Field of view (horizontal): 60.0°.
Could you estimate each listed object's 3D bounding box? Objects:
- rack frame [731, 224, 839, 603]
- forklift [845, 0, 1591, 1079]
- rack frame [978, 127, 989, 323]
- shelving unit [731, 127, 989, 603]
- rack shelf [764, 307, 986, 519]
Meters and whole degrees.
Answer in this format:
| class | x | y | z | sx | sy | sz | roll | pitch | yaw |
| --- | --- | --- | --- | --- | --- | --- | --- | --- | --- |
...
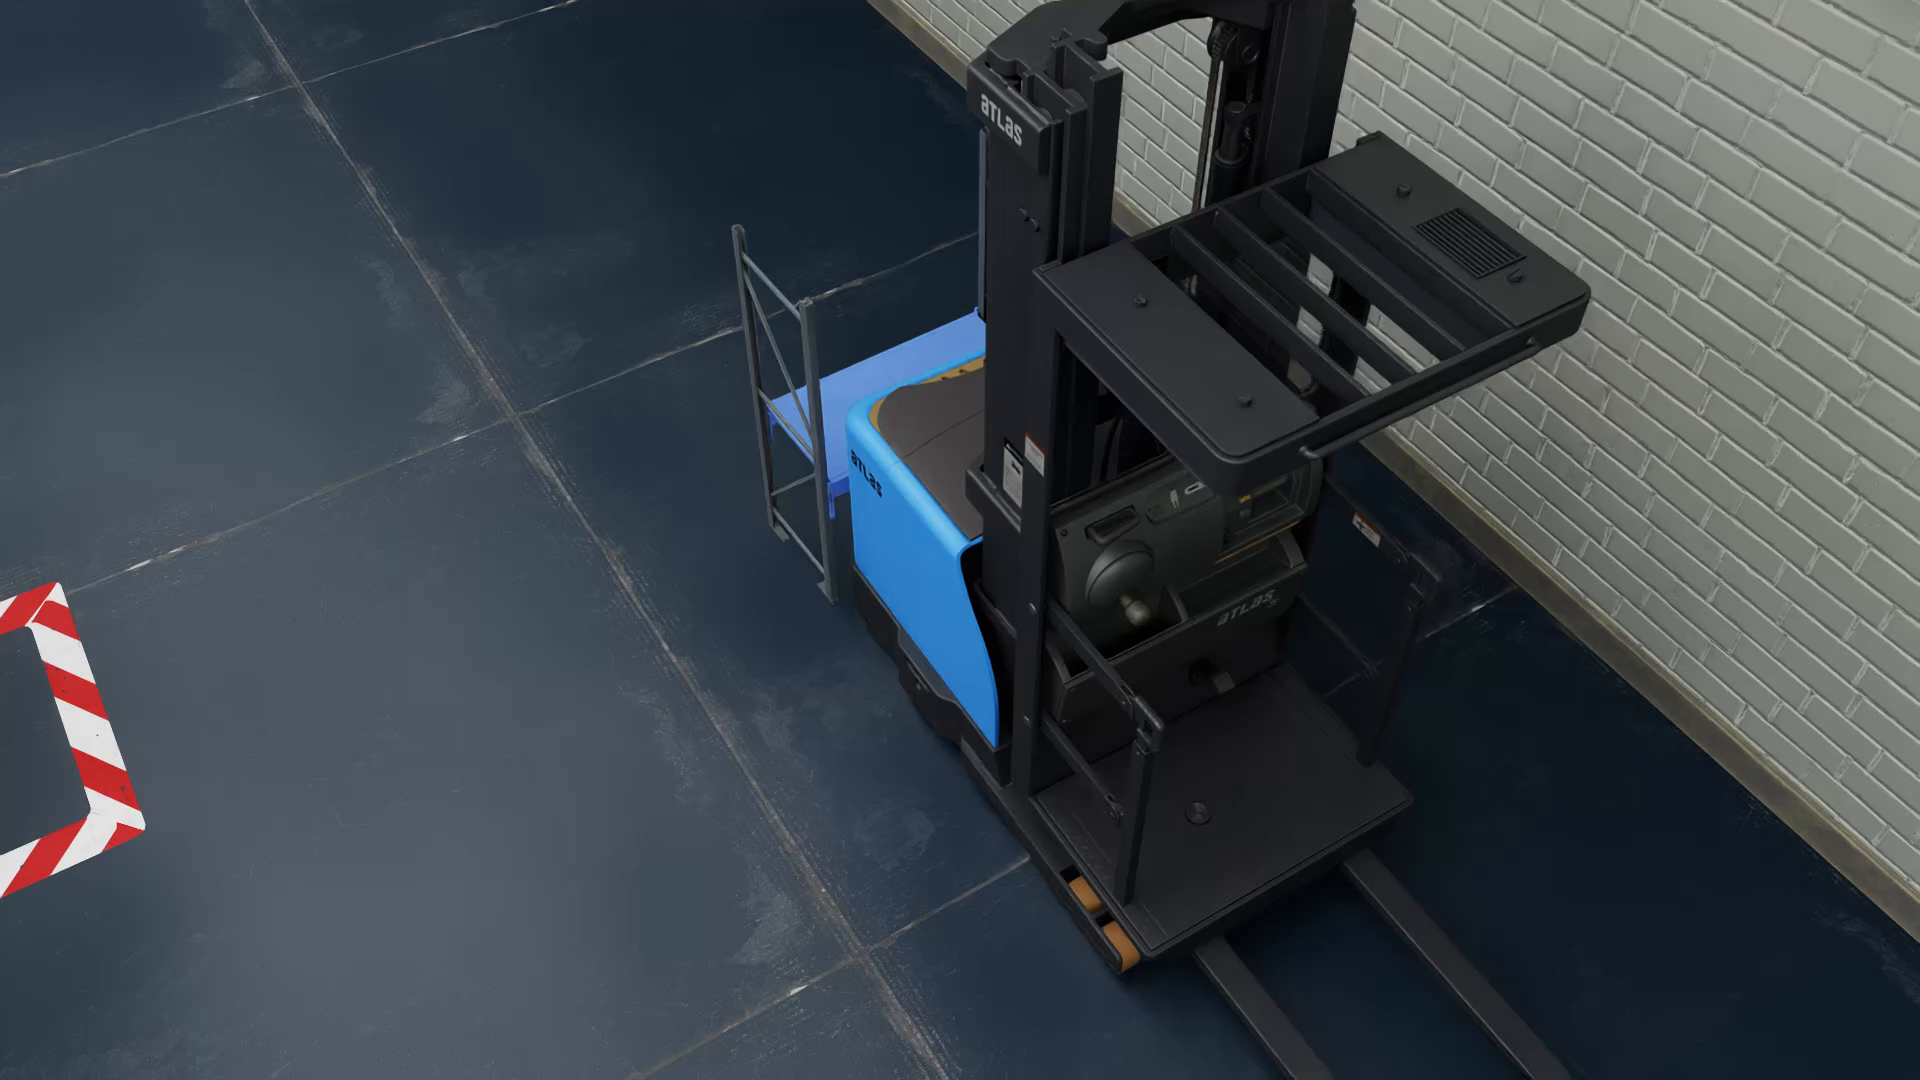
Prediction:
| class | x | y | z | sx | sy | sz | roll | pitch | yaw |
| --- | --- | --- | --- | --- | --- | --- | --- | --- | --- |
| rack frame | -0.625 | -0.414 | 6.060 | 0.032 | 1.500 | 0.500 | -26 | 53 | -22 |
| forklift | 0.790 | 0.027 | 4.709 | 1.130 | 2.935 | 3.031 | -25 | 53 | -20 |
| rack frame | 0.221 | -0.835 | 6.434 | 0.032 | 1.500 | 0.500 | -26 | 53 | -22 |
| shelving unit | -0.202 | -0.624 | 6.247 | 1.048 | 1.500 | 0.538 | -26 | 53 | -22 |
| rack shelf | -0.202 | -0.505 | 6.381 | 1.000 | 0.185 | 0.538 | -26 | 53 | -22 |
